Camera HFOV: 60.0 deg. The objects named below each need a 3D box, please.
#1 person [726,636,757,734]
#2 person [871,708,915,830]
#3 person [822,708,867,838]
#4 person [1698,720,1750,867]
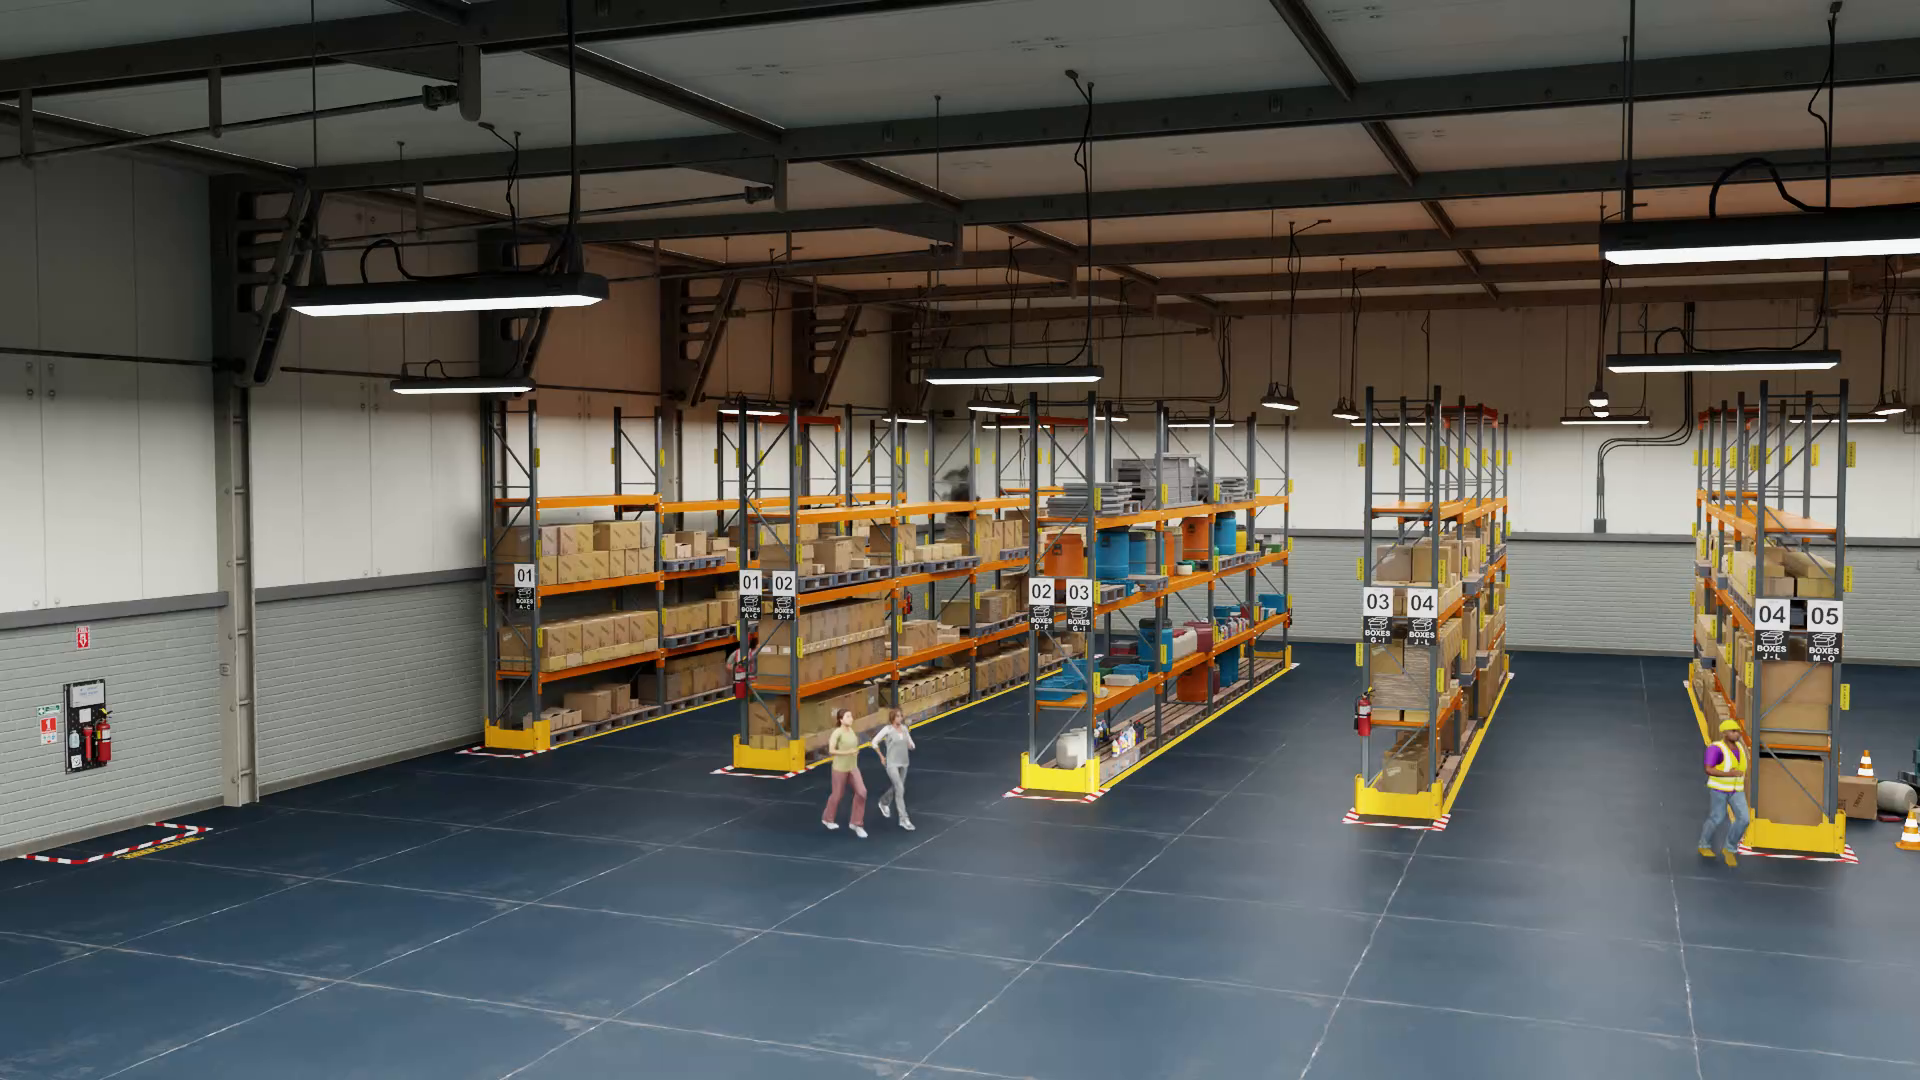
[{"bbox_3d":[-3.884,2.602,30.047,0.660,1.823,0.903,1,3,16],"label":"person"},{"bbox_3d":[-0.871,3.068,22.540,0.534,1.589,0.890,-2,4,-41],"label":"person"},{"bbox_3d":[-1.564,3.075,22.052,0.744,1.713,0.564,3,4,44],"label":"person"},{"bbox_3d":[9.468,3.117,20.537,0.701,1.812,0.689,-1,3,-14],"label":"person"}]
